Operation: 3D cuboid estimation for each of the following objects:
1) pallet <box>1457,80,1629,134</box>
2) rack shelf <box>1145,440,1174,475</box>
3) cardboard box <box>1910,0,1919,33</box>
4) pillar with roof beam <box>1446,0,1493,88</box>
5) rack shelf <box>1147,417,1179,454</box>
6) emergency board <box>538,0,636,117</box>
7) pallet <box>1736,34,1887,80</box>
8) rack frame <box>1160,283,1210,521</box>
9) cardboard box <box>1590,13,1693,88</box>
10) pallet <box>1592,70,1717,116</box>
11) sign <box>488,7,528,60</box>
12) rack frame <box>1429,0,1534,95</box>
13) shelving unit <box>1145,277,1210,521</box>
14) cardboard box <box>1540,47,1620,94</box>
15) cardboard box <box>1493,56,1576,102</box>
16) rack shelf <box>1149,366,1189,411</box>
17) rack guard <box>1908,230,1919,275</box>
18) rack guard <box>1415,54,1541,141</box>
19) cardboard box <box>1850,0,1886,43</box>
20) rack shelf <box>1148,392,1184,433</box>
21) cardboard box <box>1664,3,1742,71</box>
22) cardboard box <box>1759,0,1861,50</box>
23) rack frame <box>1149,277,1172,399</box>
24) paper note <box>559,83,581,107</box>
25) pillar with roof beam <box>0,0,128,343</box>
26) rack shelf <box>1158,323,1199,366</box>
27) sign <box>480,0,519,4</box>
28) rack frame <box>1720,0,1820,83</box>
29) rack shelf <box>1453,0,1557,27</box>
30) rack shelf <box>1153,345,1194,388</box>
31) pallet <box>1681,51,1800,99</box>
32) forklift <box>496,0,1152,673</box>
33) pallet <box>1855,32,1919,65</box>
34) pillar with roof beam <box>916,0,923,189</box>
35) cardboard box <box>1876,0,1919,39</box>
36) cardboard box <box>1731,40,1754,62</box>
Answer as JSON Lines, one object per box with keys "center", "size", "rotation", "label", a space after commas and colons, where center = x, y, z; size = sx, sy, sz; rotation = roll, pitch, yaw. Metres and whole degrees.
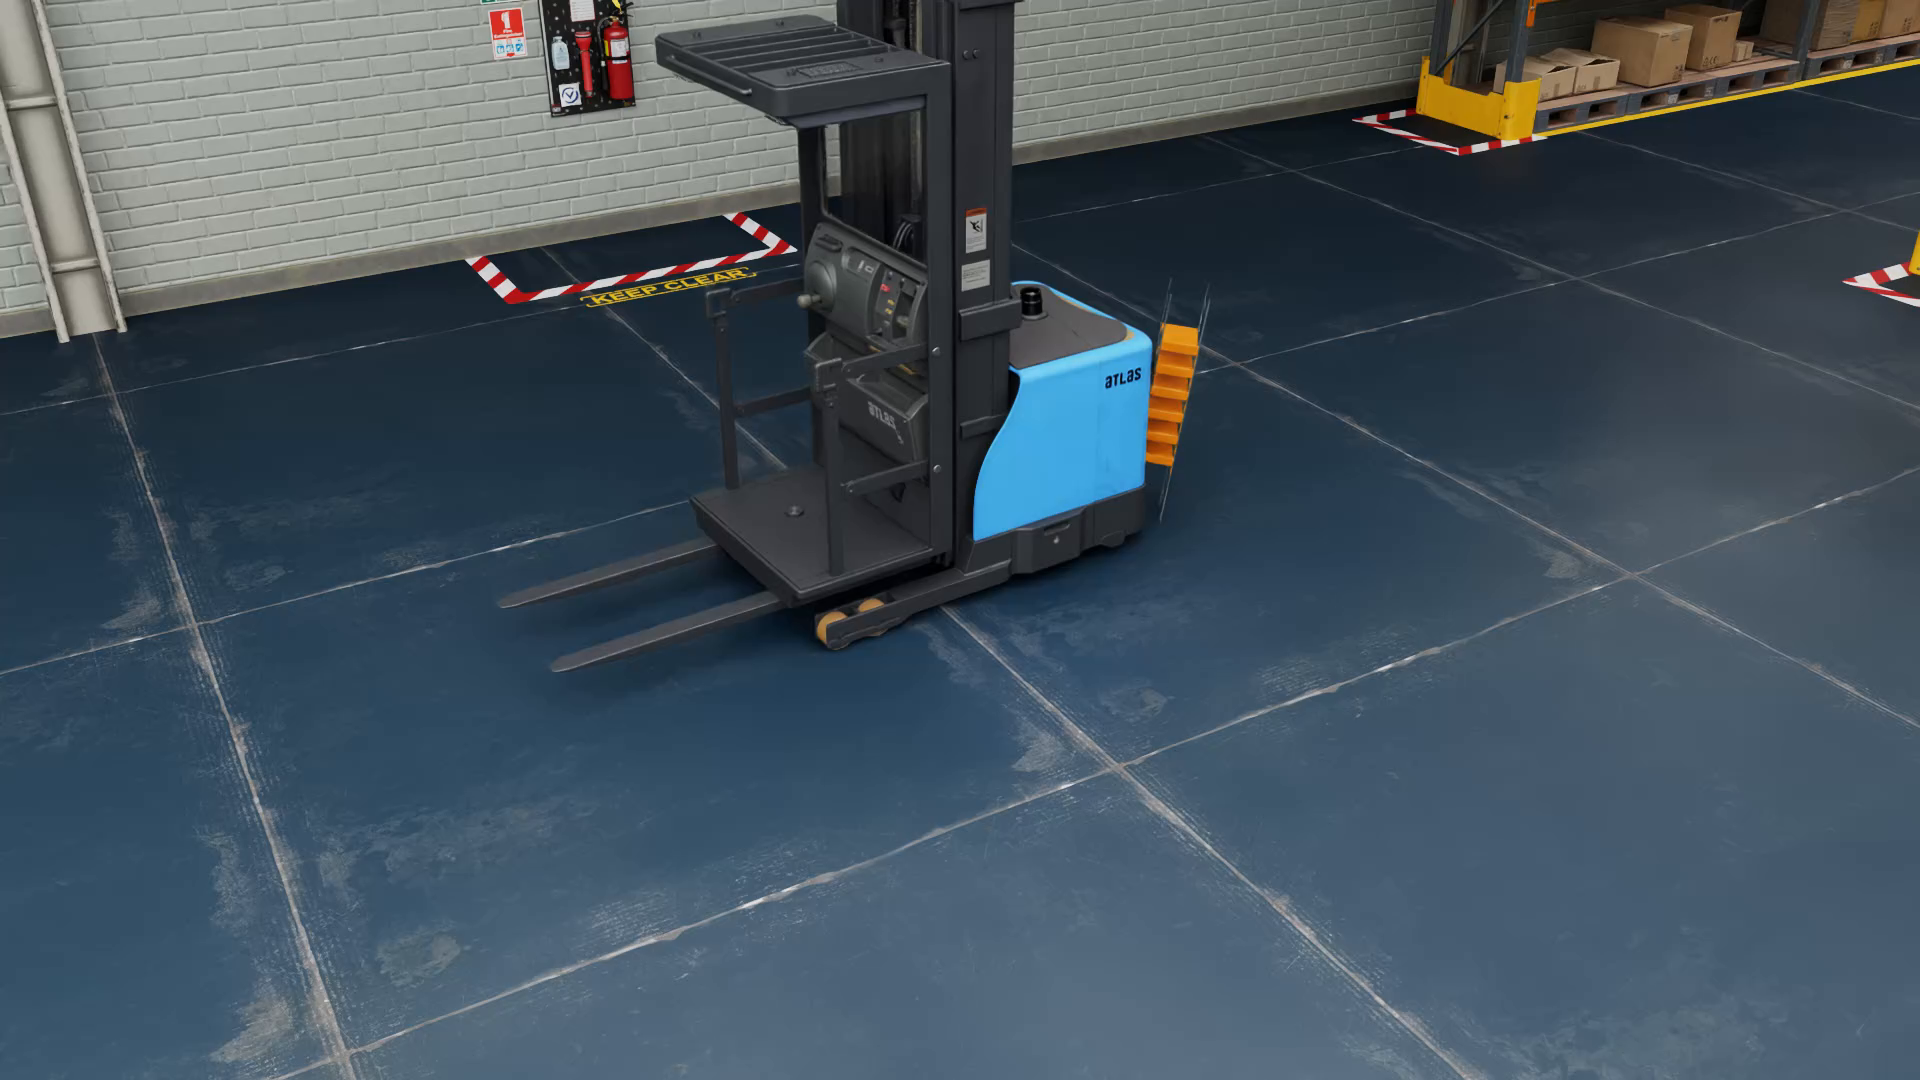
{"center": [5.371, -4.058, 15.385], "size": [1.213, 0.211, 1.003], "rotation": [-16, 33, -26], "label": "pallet"}
{"center": [0.980, -0.439, 8.371], "size": [0.180, 0.103, 0.258], "rotation": [10, 29, 2], "label": "rack shelf"}
{"center": [9.973, -5.724, 17.649], "size": [0.500, 0.500, 0.700], "rotation": [-16, 33, -27], "label": "cardboard box"}
{"center": [6.933, -6.441, 10.609], "size": [0.400, 9.000, 9.100], "rotation": [-16, 33, -26], "label": "pillar with roof beam"}
{"center": [0.996, -0.543, 8.312], "size": [0.180, 0.103, 0.258], "rotation": [10, 29, 2], "label": "rack shelf"}
{"center": [-2.571, -3.551, 11.579], "size": [0.643, 1.169, 0.194], "rotation": [-16, 33, -26], "label": "emergency board"}
{"center": [8.706, -5.026, 17.139], "size": [1.213, 0.211, 1.003], "rotation": [-16, 33, -26], "label": "pallet"}
{"center": [1.108, -0.668, 8.229], "size": [0.006, 1.200, 0.240], "rotation": [10, 29, 2], "label": "rack frame"}
{"center": [6.378, -4.605, 15.621], "size": [0.500, 0.500, 0.700], "rotation": [-18, 34, -29], "label": "cardboard box"}
{"center": [6.421, -4.355, 15.923], "size": [1.213, 0.211, 1.003], "rotation": [-16, 33, -26], "label": "pallet"}
{"center": [-3.100, -3.474, 11.403], "size": [0.234, 0.329, 0.001], "rotation": [-16, 33, -26], "label": "sign"}
{"center": [4.587, -5.077, 14.344], "size": [0.127, 3.000, 1.000], "rotation": [-16, 33, -26], "label": "rack frame"}
{"center": [1.018, -0.684, 8.231], "size": [0.189, 1.200, 0.258], "rotation": [10, 29, 2], "label": "shelving unit"}
{"center": [5.721, -4.363, 15.380], "size": [0.500, 0.311, 0.500], "rotation": [-13, 31, -22], "label": "cardboard box"}
{"center": [5.229, -4.224, 15.127], "size": [0.500, 0.311, 0.500], "rotation": [-20, 35, -32], "label": "cardboard box"}
{"center": [1.028, -0.749, 8.194], "size": [0.180, 0.103, 0.258], "rotation": [10, 29, 2], "label": "rack shelf"}
{"center": [7.079, -1.914, 11.200], "size": [0.348, 0.500, 1.175], "rotation": [-16, 33, -26], "label": "rack guard"}
{"center": [4.652, -4.001, 14.982], "size": [0.348, 0.500, 1.175], "rotation": [-16, 33, -26], "label": "rack guard"}
{"center": [9.082, -5.488, 17.222], "size": [0.500, 0.500, 0.700], "rotation": [-17, 33, -27], "label": "cardboard box"}
{"center": [1.012, -0.646, 8.253], "size": [0.180, 0.103, 0.258], "rotation": [10, 29, 2], "label": "rack shelf"}
{"center": [7.161, -4.883, 16.126], "size": [0.500, 0.500, 0.500], "rotation": [-19, 34, -30], "label": "cardboard box"}
{"center": [8.662, -5.341, 16.955], "size": [0.500, 0.500, 0.700], "rotation": [-15, 32, -25], "label": "cardboard box"}
{"center": [0.928, -0.700, 8.234], "size": [0.006, 1.200, 0.240], "rotation": [10, 29, 2], "label": "rack frame"}
{"center": [-2.758, -3.150, 11.766], "size": [0.142, 0.148, 0.016], "rotation": [-16, 33, -26], "label": "paper note"}
{"center": [-3.413, -3.504, 5.286], "size": [0.400, 9.000, 9.100], "rotation": [-16, 33, -26], "label": "pillar with roof beam"}
{"center": [1.061, -0.956, 8.076], "size": [0.180, 0.103, 0.258], "rotation": [10, 29, 2], "label": "rack shelf"}
{"center": [-3.091, -3.703, 11.270], "size": [0.331, 0.109, 0.001], "rotation": [-16, 33, -26], "label": "sign"}
{"center": [8.036, -6.056, 16.119], "size": [0.127, 3.000, 1.000], "rotation": [-16, 33, -26], "label": "rack frame"}
{"center": [6.311, -5.251, 15.405], "size": [4.000, 0.370, 1.077], "rotation": [-16, 33, -26], "label": "rack shelf"}
{"center": [1.045, -0.852, 8.135], "size": [0.180, 0.103, 0.258], "rotation": [10, 29, 2], "label": "rack shelf"}
{"center": [7.475, -4.656, 16.468], "size": [1.213, 0.211, 1.003], "rotation": [-16, 33, -26], "label": "pallet"}
{"center": [-0.593, -1.089, 7.189], "size": [3.031, 2.935, 1.130], "rotation": [-18, 34, -29], "label": "forklift"}
{"center": [9.759, -5.327, 17.683], "size": [1.213, 0.211, 1.003], "rotation": [-16, 33, -26], "label": "pallet"}
{"center": [1.760, -4.973, 7.947], "size": [0.400, 9.000, 9.100], "rotation": [-16, 33, -26], "label": "pillar with roof beam"}
{"center": [9.542, -5.596, 17.418], "size": [0.500, 0.500, 0.700], "rotation": [-15, 32, -26], "label": "cardboard box"}
{"center": [7.590, -4.864, 16.437], "size": [0.250, 0.166, 0.380], "rotation": [-21, 35, -33], "label": "cardboard box"}
